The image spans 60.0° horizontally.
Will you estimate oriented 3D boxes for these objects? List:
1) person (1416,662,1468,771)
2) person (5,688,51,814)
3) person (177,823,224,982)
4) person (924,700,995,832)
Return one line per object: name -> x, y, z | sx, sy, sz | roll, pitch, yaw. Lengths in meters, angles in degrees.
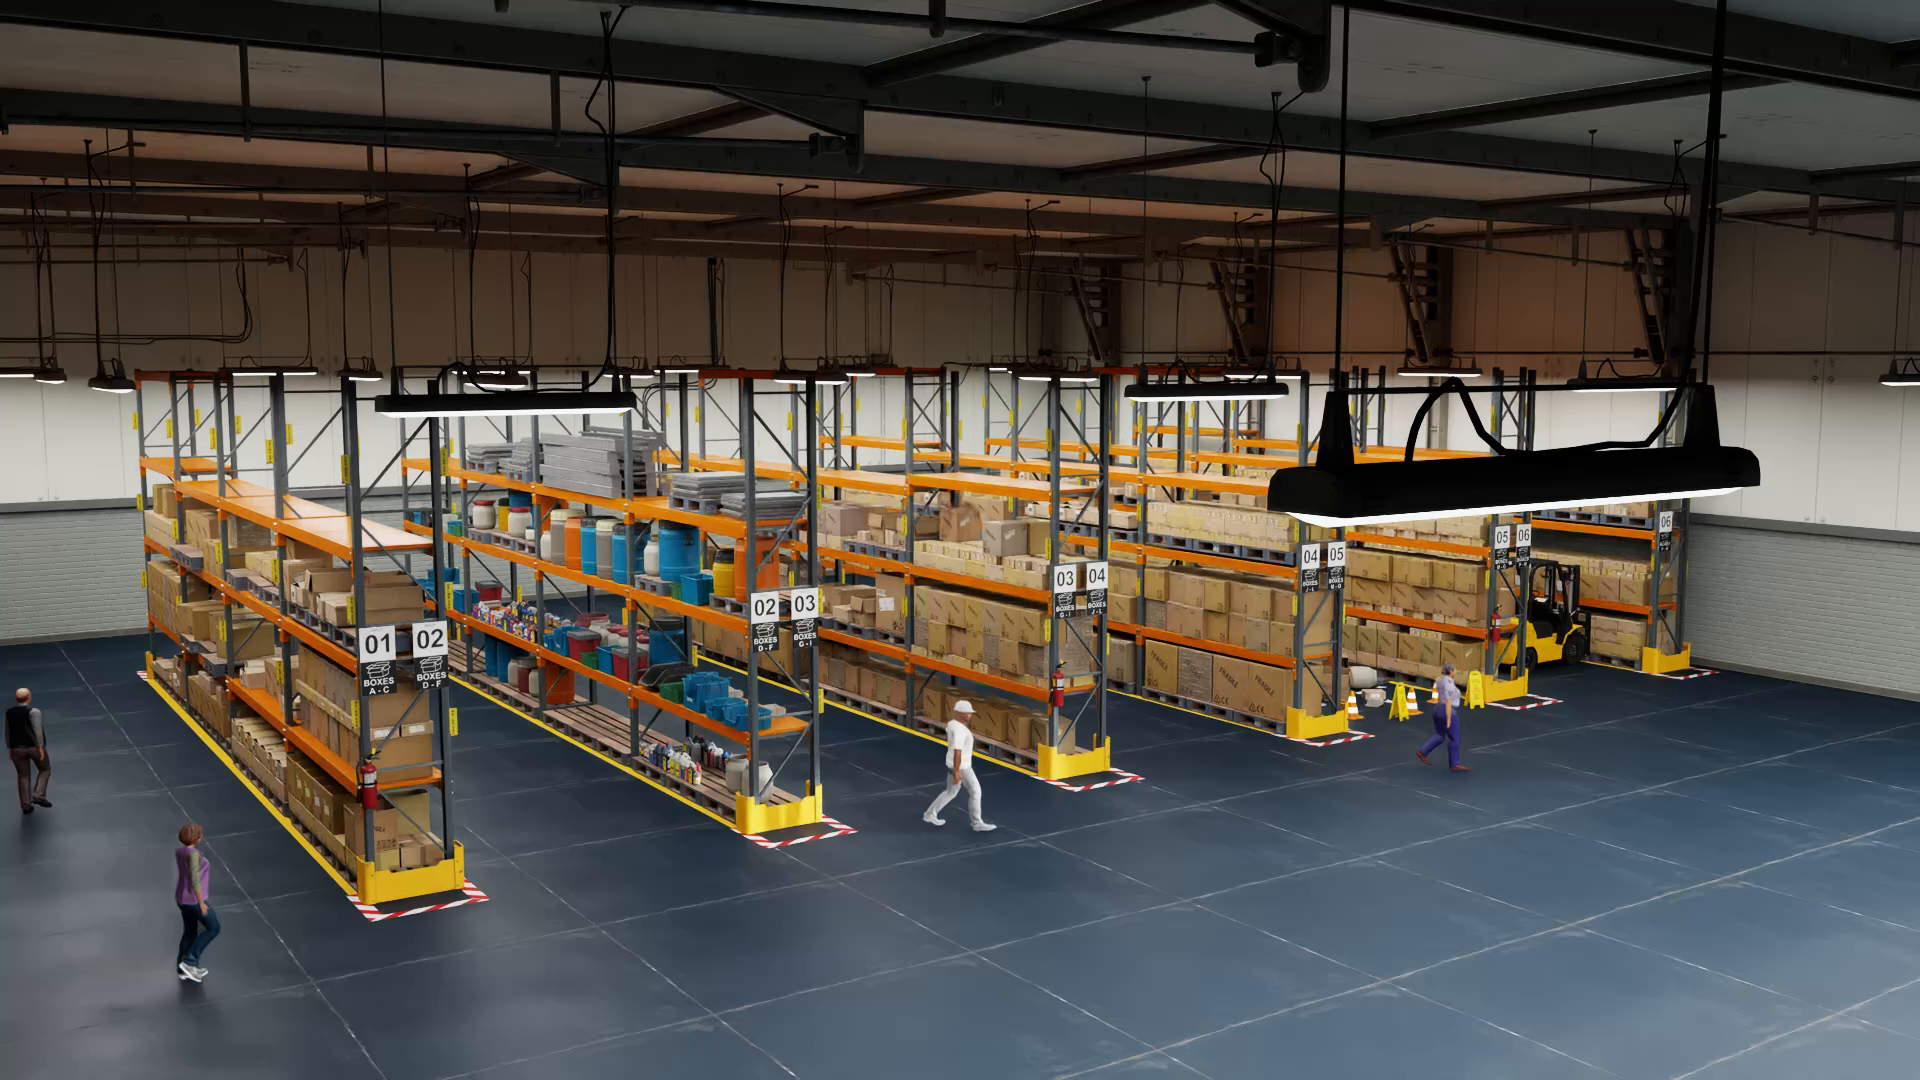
person -> 7.338, 2.667, 25.294 | 0.687, 1.635, 0.510 | -1, 7, -13
person -> -12.853, 2.886, 22.877 | 0.533, 1.703, 0.506 | -1, 7, -13
person -> -7.701, 3.649, 16.774 | 0.417, 1.591, 0.449 | -6, 9, -44
person -> -0.019, 2.987, 22.063 | 0.860, 1.740, 0.582 | -2, 7, -17
